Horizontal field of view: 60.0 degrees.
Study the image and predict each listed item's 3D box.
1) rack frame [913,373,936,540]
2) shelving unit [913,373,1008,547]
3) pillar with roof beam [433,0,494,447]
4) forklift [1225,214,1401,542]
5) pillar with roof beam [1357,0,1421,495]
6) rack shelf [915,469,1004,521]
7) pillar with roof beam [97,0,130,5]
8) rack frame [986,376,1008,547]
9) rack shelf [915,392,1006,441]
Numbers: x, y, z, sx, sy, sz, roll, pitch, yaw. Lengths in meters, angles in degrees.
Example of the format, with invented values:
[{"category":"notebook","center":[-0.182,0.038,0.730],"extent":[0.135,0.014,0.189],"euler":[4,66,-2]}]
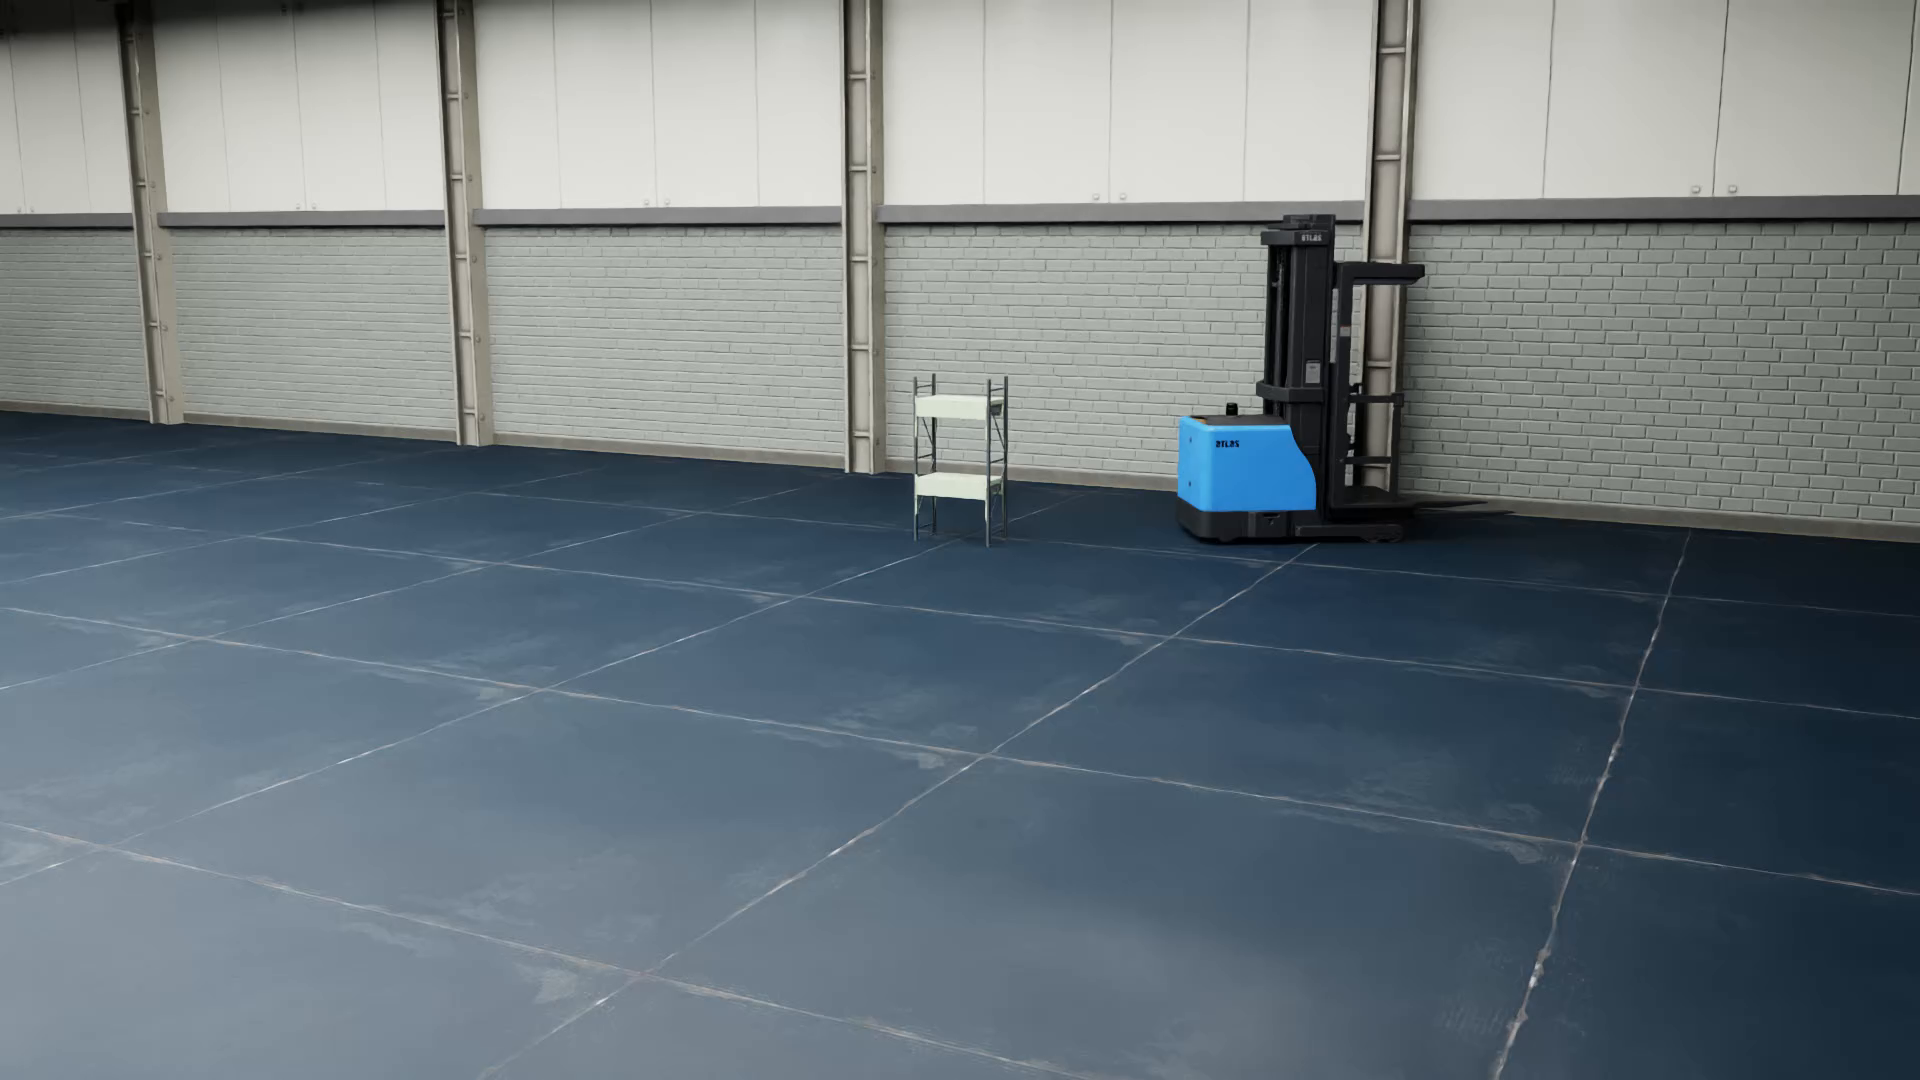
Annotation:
[{"category":"rack frame","center":[-0.322,-0.766,15.273],"extent":[0.023,1.500,0.400],"euler":[5,11,26]},{"category":"shelving unit","center":[0.006,-0.737,15.114],"extent":[0.755,1.500,0.431],"euler":[5,11,26]},{"category":"pillar with roof beam","center":[-8.406,-5.023,17.736],"extent":[0.400,9.000,9.100],"euler":[5,11,26]},{"category":"forklift","center":[3.611,-1.509,15.357],"extent":[3.031,2.935,1.121],"euler":[-1,10,-6]},{"category":"pillar with roof beam","center":[2.356,-4.077,12.512],"extent":[0.400,9.000,9.100],"euler":[5,11,26]},{"category":"rack shelf","center":[0.006,-0.417,15.172],"extent":[0.720,0.370,0.431],"euler":[5,11,26]},{"category":"pillar with roof beam","center":[-13.871,-8.424,19.645],"extent":[0.548,2.987,8.718],"euler":[5,11,26]},{"category":"rack frame","center":[0.334,-0.709,14.954],"extent":[0.023,1.500,0.400],"euler":[5,11,26]},{"category":"rack shelf","center":[0.006,-1.122,15.044],"extent":[0.720,0.370,0.431],"euler":[5,11,26]}]
